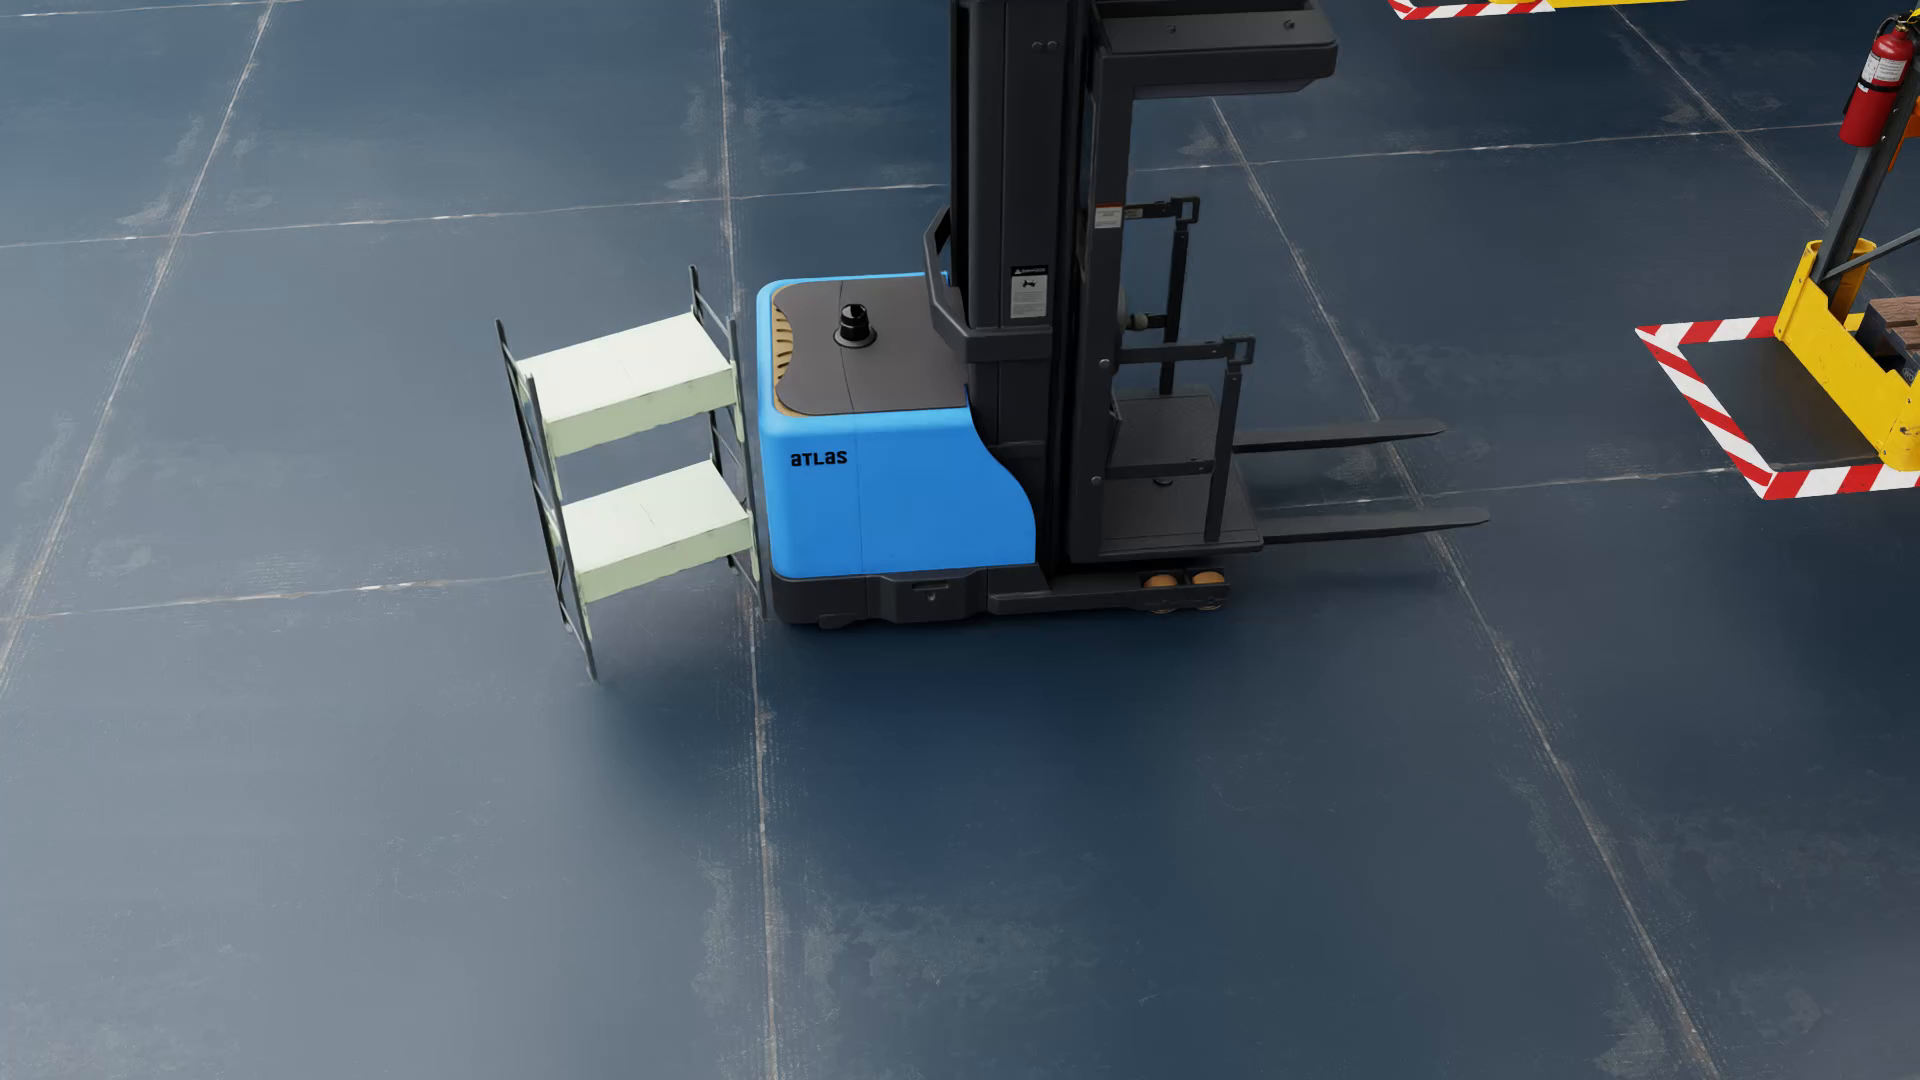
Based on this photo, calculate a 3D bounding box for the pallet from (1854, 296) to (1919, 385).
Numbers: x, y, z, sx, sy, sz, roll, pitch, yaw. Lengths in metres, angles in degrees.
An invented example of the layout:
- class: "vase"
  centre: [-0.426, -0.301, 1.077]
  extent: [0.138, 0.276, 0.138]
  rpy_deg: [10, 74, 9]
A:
- class: "pallet"
  centre: [5.164, -0.836, 8.019]
  extent: [1.213, 0.211, 1.003]
  rpy_deg: [-5, 42, -6]

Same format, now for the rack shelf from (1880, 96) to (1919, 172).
- class: "rack shelf"
  centre: [6.262, -1.724, 7.459]
  extent: [4.000, 0.370, 1.077]
  rpy_deg: [-5, 42, -6]

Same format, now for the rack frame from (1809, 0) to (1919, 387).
- class: "rack frame"
  centre: [4.279, -1.817, 7.025]
  extent: [0.127, 3.000, 1.000]
  rpy_deg: [-5, 42, -6]

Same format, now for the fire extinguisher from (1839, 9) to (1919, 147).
- class: "fire extinguisher"
  centre: [4.106, -2.085, 7.380]
  extent: [0.183, 0.674, 0.296]
  rpy_deg: [-5, 42, -6]

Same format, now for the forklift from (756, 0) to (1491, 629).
- class: "forklift"
  centre: [0.702, -1.134, 6.319]
  extent: [3.031, 2.935, 1.130]
  rpy_deg: [-4, 42, -4]

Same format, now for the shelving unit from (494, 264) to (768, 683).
- class: "shelving unit"
  centre: [-1.221, -0.224, 6.379]
  extent: [0.755, 1.500, 0.431]
  rpy_deg: [-20, 46, -20]

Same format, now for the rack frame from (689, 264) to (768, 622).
- class: "rack frame"
  centre: [-0.898, -0.339, 6.506]
  extent: [0.023, 1.500, 0.400]
  rpy_deg: [-20, 46, -20]

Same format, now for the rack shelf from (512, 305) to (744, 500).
- class: "rack shelf"
  centre: [-1.221, -0.514, 6.117]
  extent: [0.720, 0.370, 0.431]
  rpy_deg: [-20, 46, -20]

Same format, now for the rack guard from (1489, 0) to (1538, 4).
- class: "rack guard"
  centre: [3.706, -4.216, 11.551]
  extent: [0.348, 0.500, 1.175]
  rpy_deg: [-5, 42, -6]

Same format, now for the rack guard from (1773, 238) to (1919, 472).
- class: "rack guard"
  centre: [4.354, -0.896, 7.870]
  extent: [0.348, 0.500, 1.175]
  rpy_deg: [-5, 42, -6]

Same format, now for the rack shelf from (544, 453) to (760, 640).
- class: "rack shelf"
  centre: [-1.221, 0.018, 6.597]
  extent: [0.720, 0.370, 0.431]
  rpy_deg: [-20, 46, -20]

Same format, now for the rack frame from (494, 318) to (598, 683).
- class: "rack frame"
  centre: [-1.544, -0.109, 6.251]
  extent: [0.023, 1.500, 0.400]
  rpy_deg: [-20, 46, -20]

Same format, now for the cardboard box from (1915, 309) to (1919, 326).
- class: "cardboard box"
  centre: [4.900, -1.088, 7.770]
  extent: [0.500, 0.500, 0.500]
  rpy_deg: [2, 42, 2]
